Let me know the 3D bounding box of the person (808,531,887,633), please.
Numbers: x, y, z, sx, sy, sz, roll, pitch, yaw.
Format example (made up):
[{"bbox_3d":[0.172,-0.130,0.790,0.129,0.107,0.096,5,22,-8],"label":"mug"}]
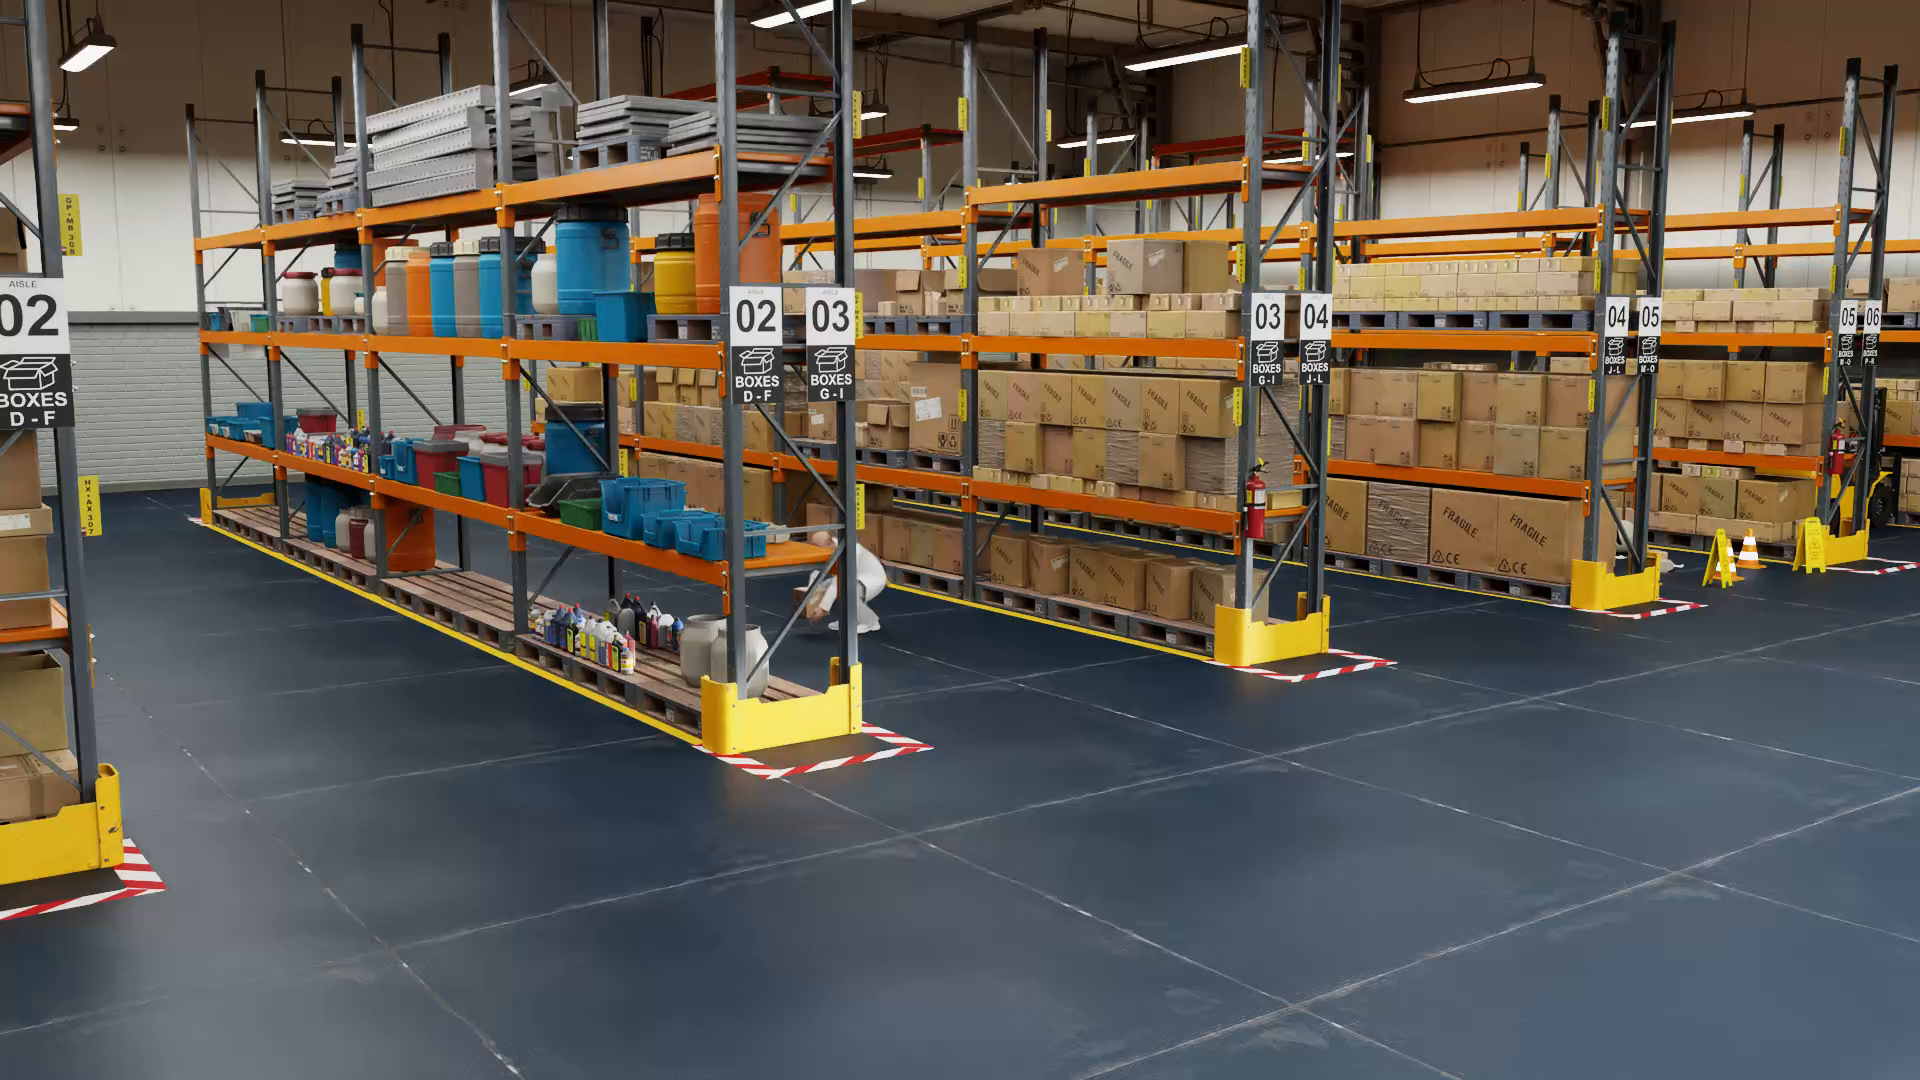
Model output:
[{"bbox_3d":[-1.120,0.395,15.904,0.917,0.988,0.574,-6,10,-37],"label":"person"}]
